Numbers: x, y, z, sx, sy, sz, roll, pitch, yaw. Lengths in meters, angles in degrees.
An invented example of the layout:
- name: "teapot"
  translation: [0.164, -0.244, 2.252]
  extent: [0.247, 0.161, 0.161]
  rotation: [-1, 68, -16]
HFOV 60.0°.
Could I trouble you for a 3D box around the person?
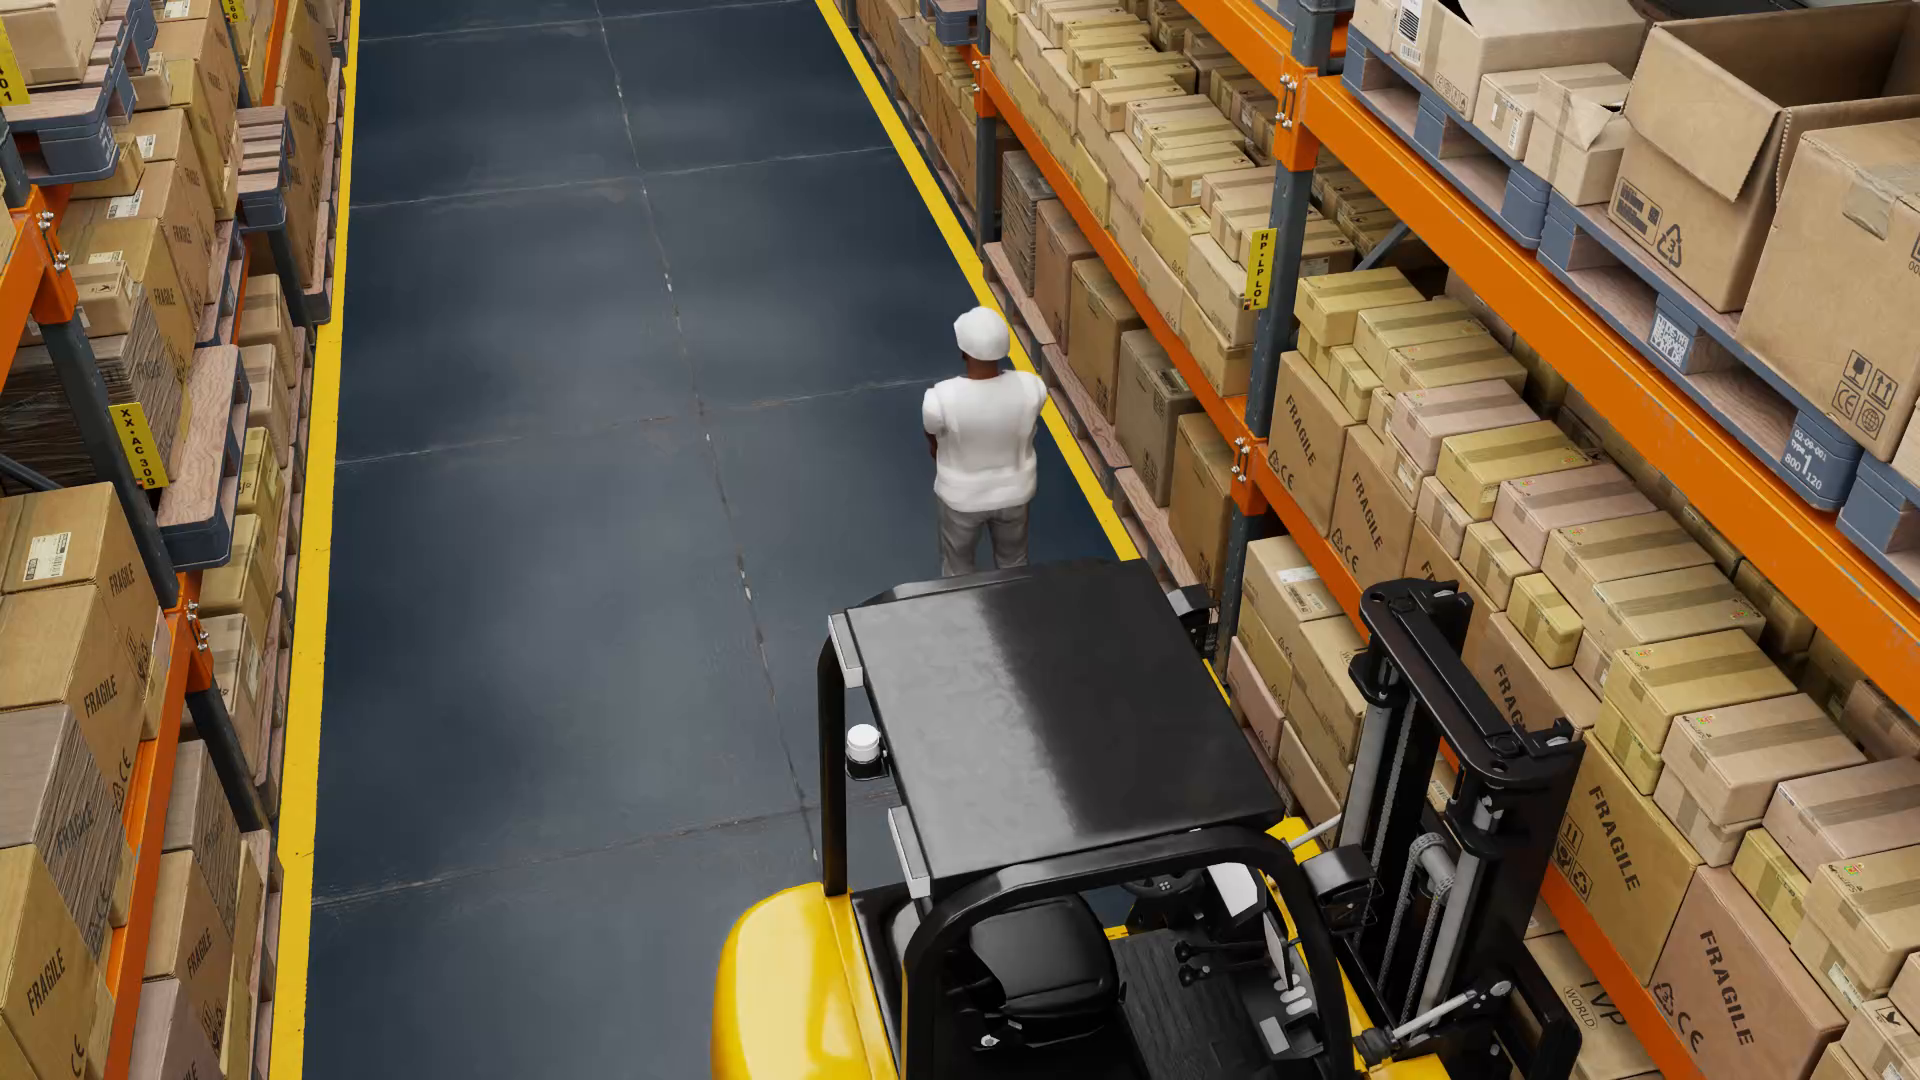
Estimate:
- name: "person"
  translation: [0.087, -0.238, 6.999]
  extent: [0.566, 1.768, 0.496]
  rotation: [-9, 39, -11]
